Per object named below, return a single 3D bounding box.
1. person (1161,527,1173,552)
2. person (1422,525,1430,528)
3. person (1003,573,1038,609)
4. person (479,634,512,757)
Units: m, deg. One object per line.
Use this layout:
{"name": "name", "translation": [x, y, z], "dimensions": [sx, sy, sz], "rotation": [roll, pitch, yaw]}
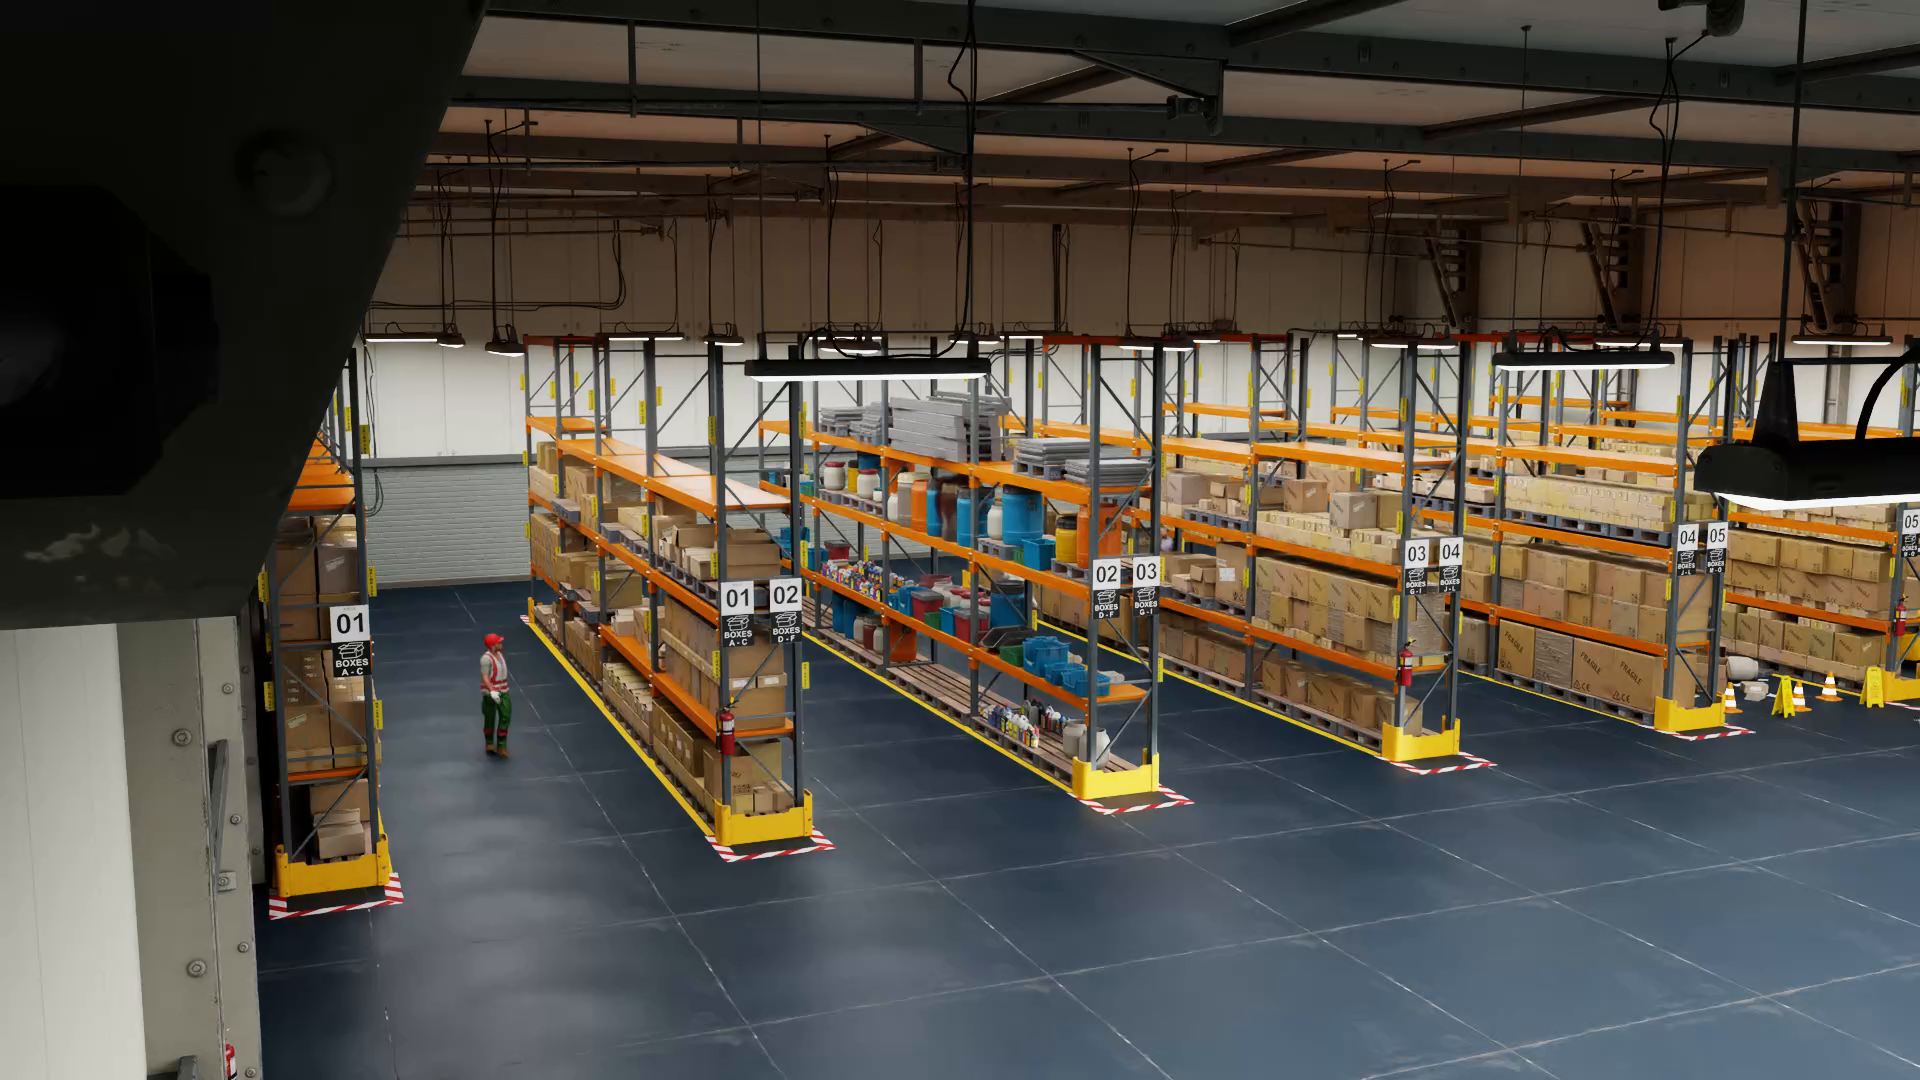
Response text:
{"name": "person", "translation": [4.641, 0.504, 37.935], "dimensions": [0.558, 1.593, 0.929], "rotation": [-2, 8, -16]}
{"name": "person", "translation": [10.300, 0.550, 36.961], "dimensions": [0.441, 1.776, 0.555], "rotation": [-1, 8, -7]}
{"name": "person", "translation": [1.097, 1.150, 30.385], "dimensions": [0.513, 1.745, 1.030], "rotation": [-5, 9, -32]}
{"name": "person", "translation": [-6.746, 2.263, 24.183], "dimensions": [0.752, 1.818, 0.493], "rotation": [7, 10, 43]}
